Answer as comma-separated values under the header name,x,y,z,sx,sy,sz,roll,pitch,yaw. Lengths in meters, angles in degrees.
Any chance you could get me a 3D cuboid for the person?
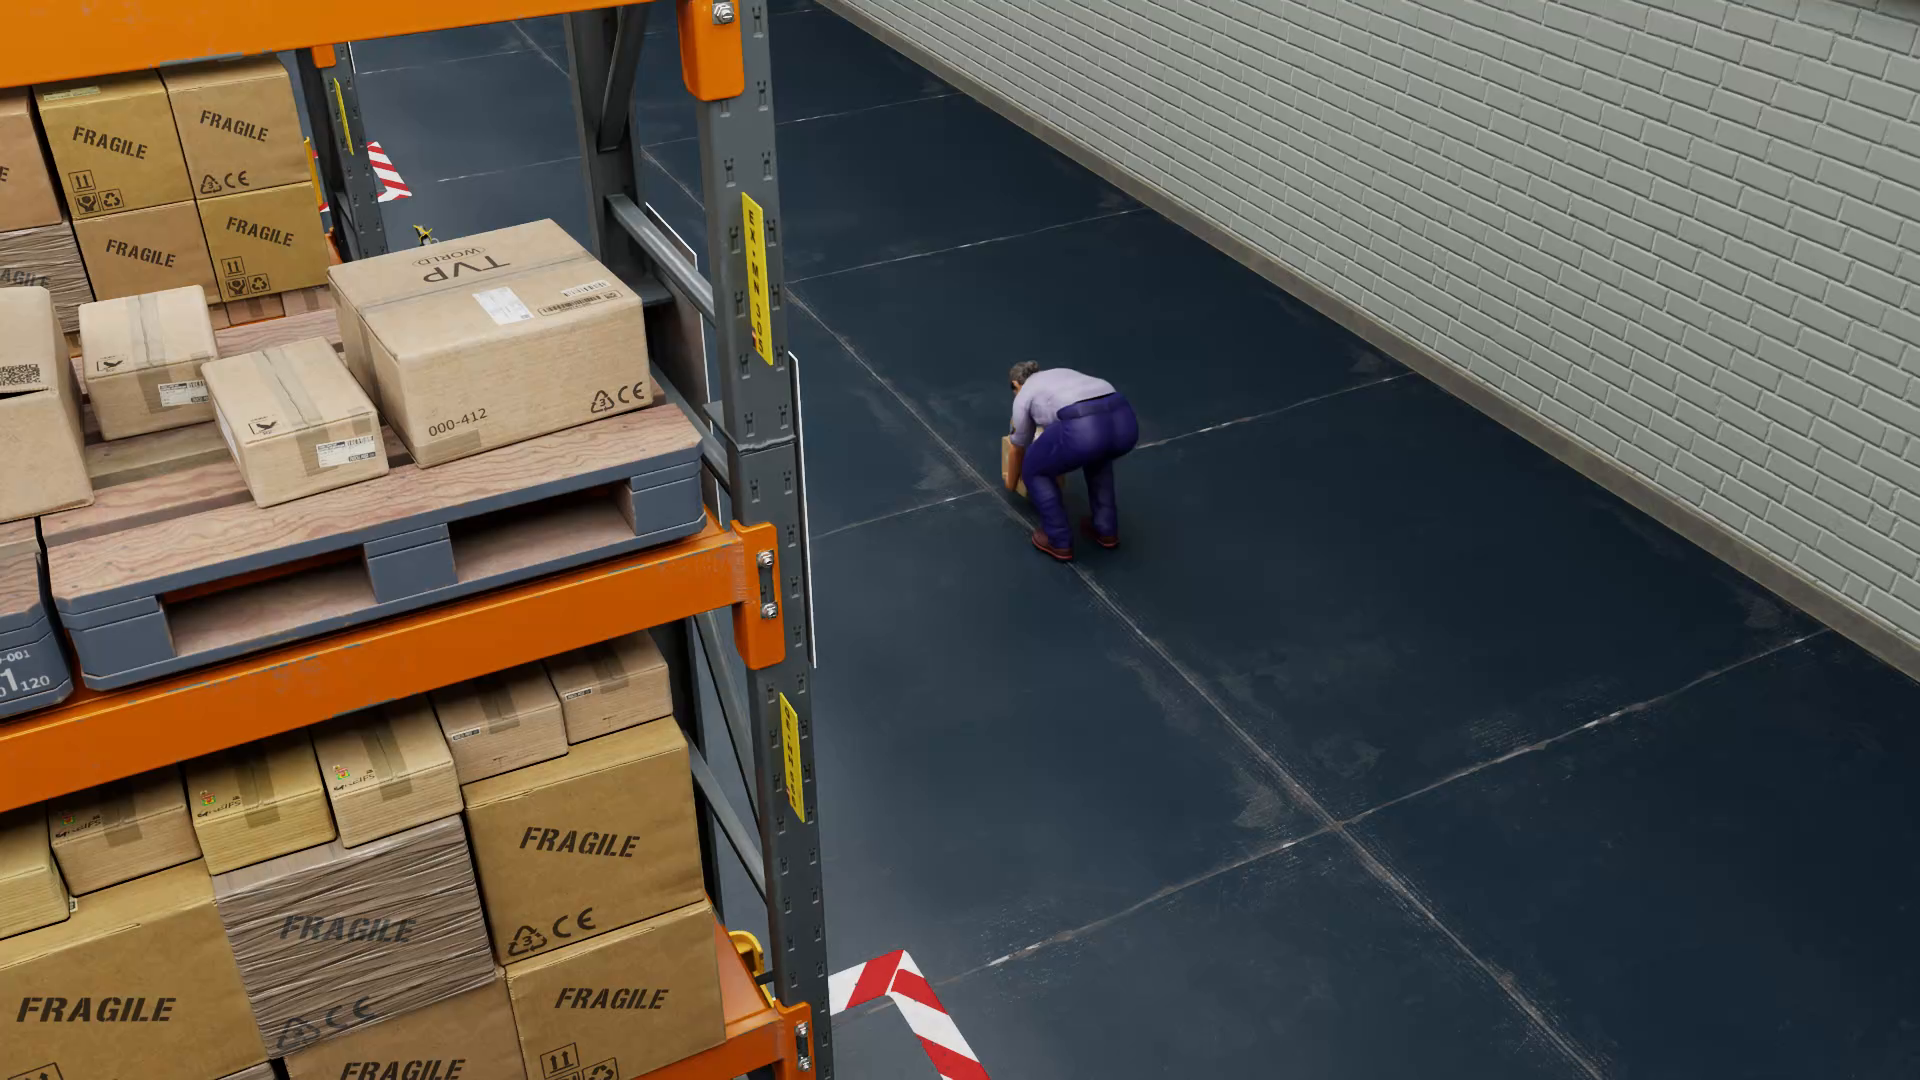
name,x,y,z,sx,sy,sz,roll,pitch,yaw
person,0.517,-0.454,8.501,0.505,0.933,0.905,-18,37,-25
